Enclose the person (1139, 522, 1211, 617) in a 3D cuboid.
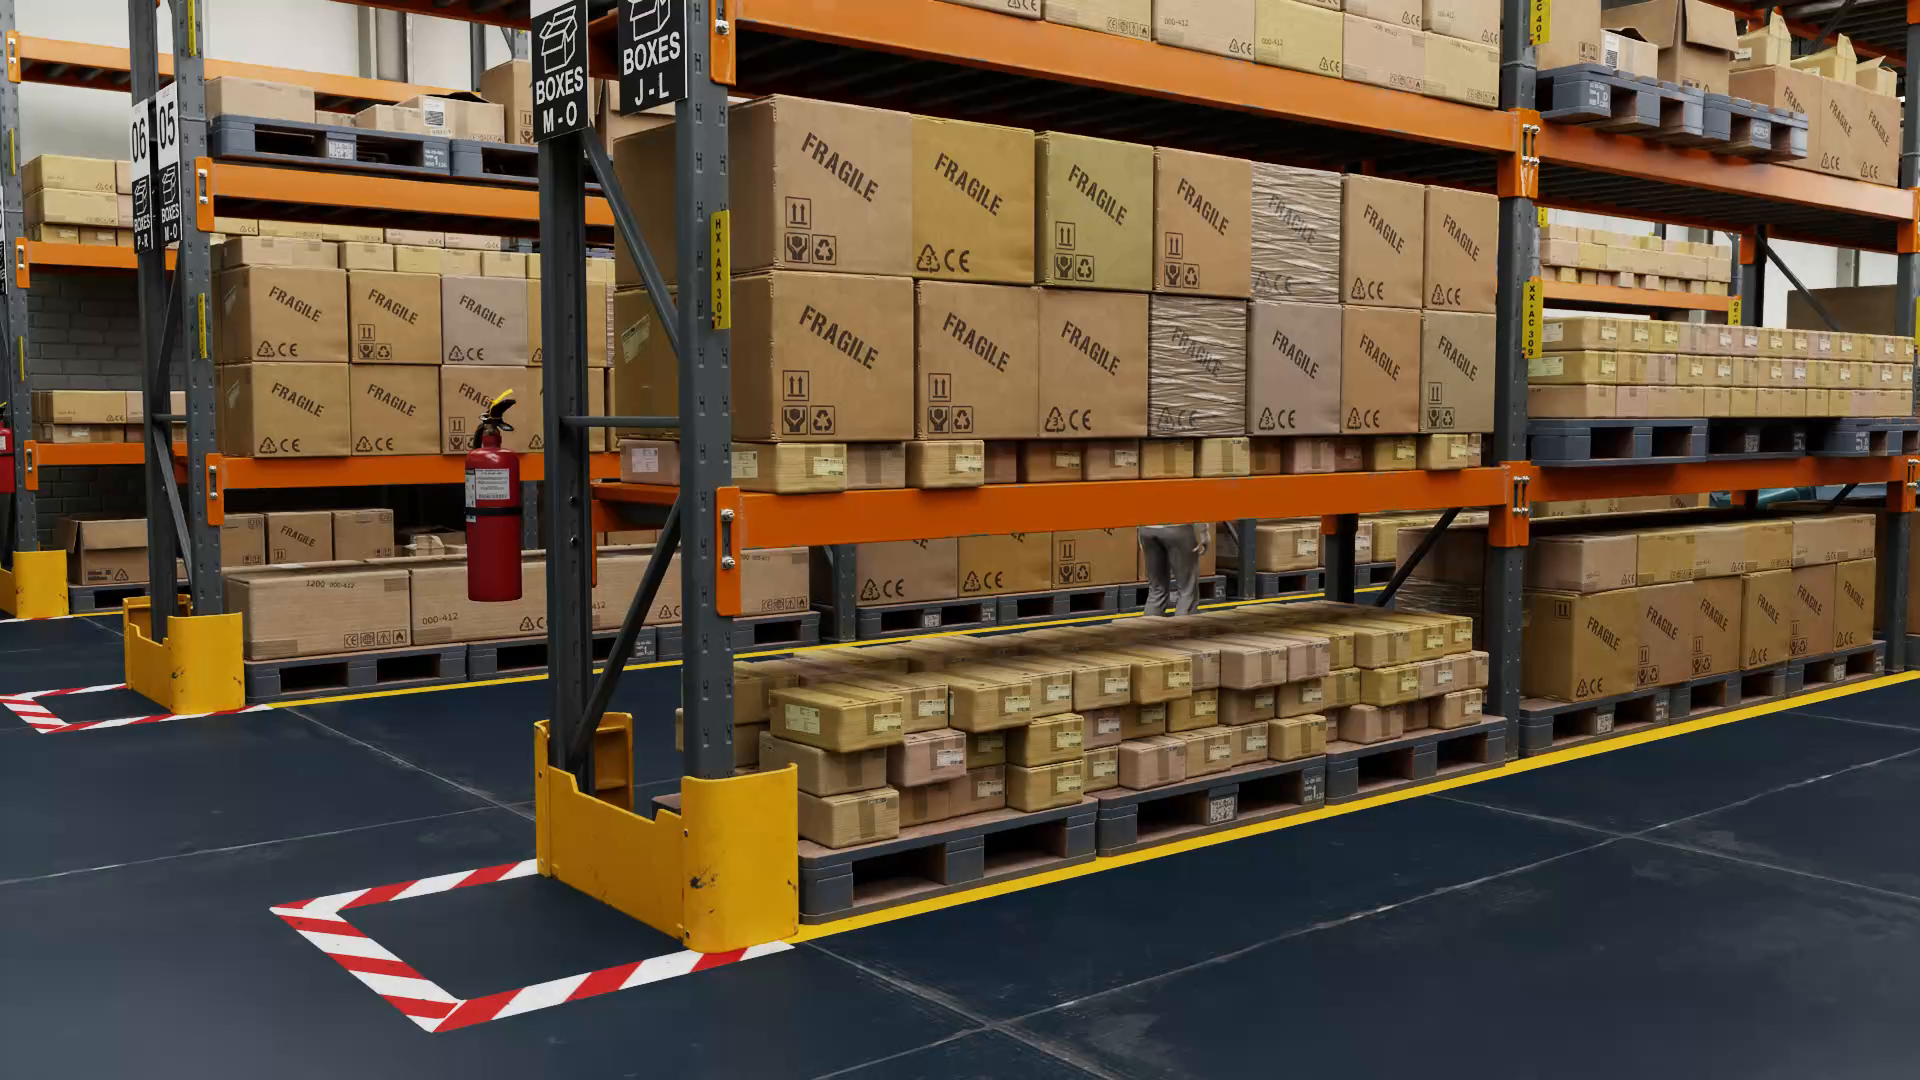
[{"bbox_3d":[1.256,-0.055,9.923,0.369,1.667,0.546,-4,6,-42],"label":"person"}]
